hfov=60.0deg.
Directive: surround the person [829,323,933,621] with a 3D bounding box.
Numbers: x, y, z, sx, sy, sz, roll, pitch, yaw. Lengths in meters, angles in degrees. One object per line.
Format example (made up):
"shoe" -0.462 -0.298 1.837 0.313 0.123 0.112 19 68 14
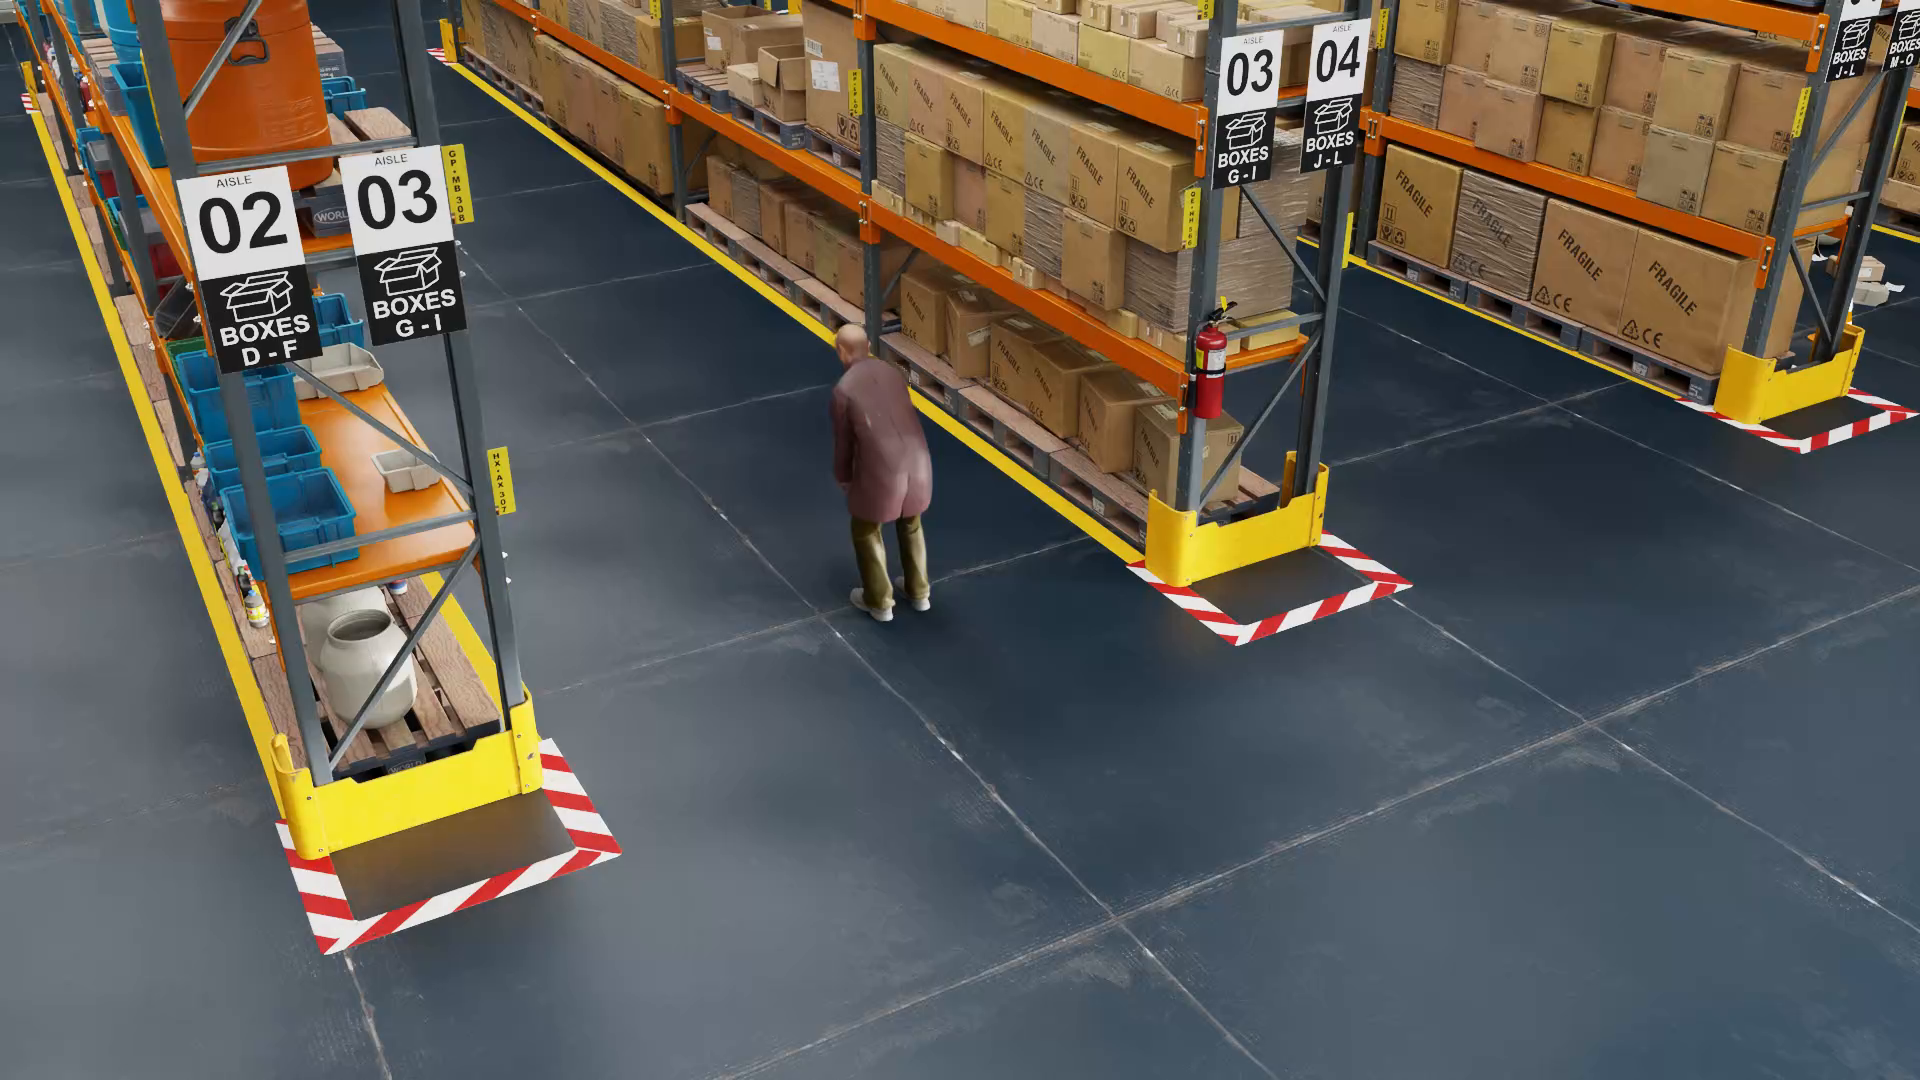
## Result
"person" -0.462 -0.387 9.460 0.544 1.626 0.697 -16 33 -27
